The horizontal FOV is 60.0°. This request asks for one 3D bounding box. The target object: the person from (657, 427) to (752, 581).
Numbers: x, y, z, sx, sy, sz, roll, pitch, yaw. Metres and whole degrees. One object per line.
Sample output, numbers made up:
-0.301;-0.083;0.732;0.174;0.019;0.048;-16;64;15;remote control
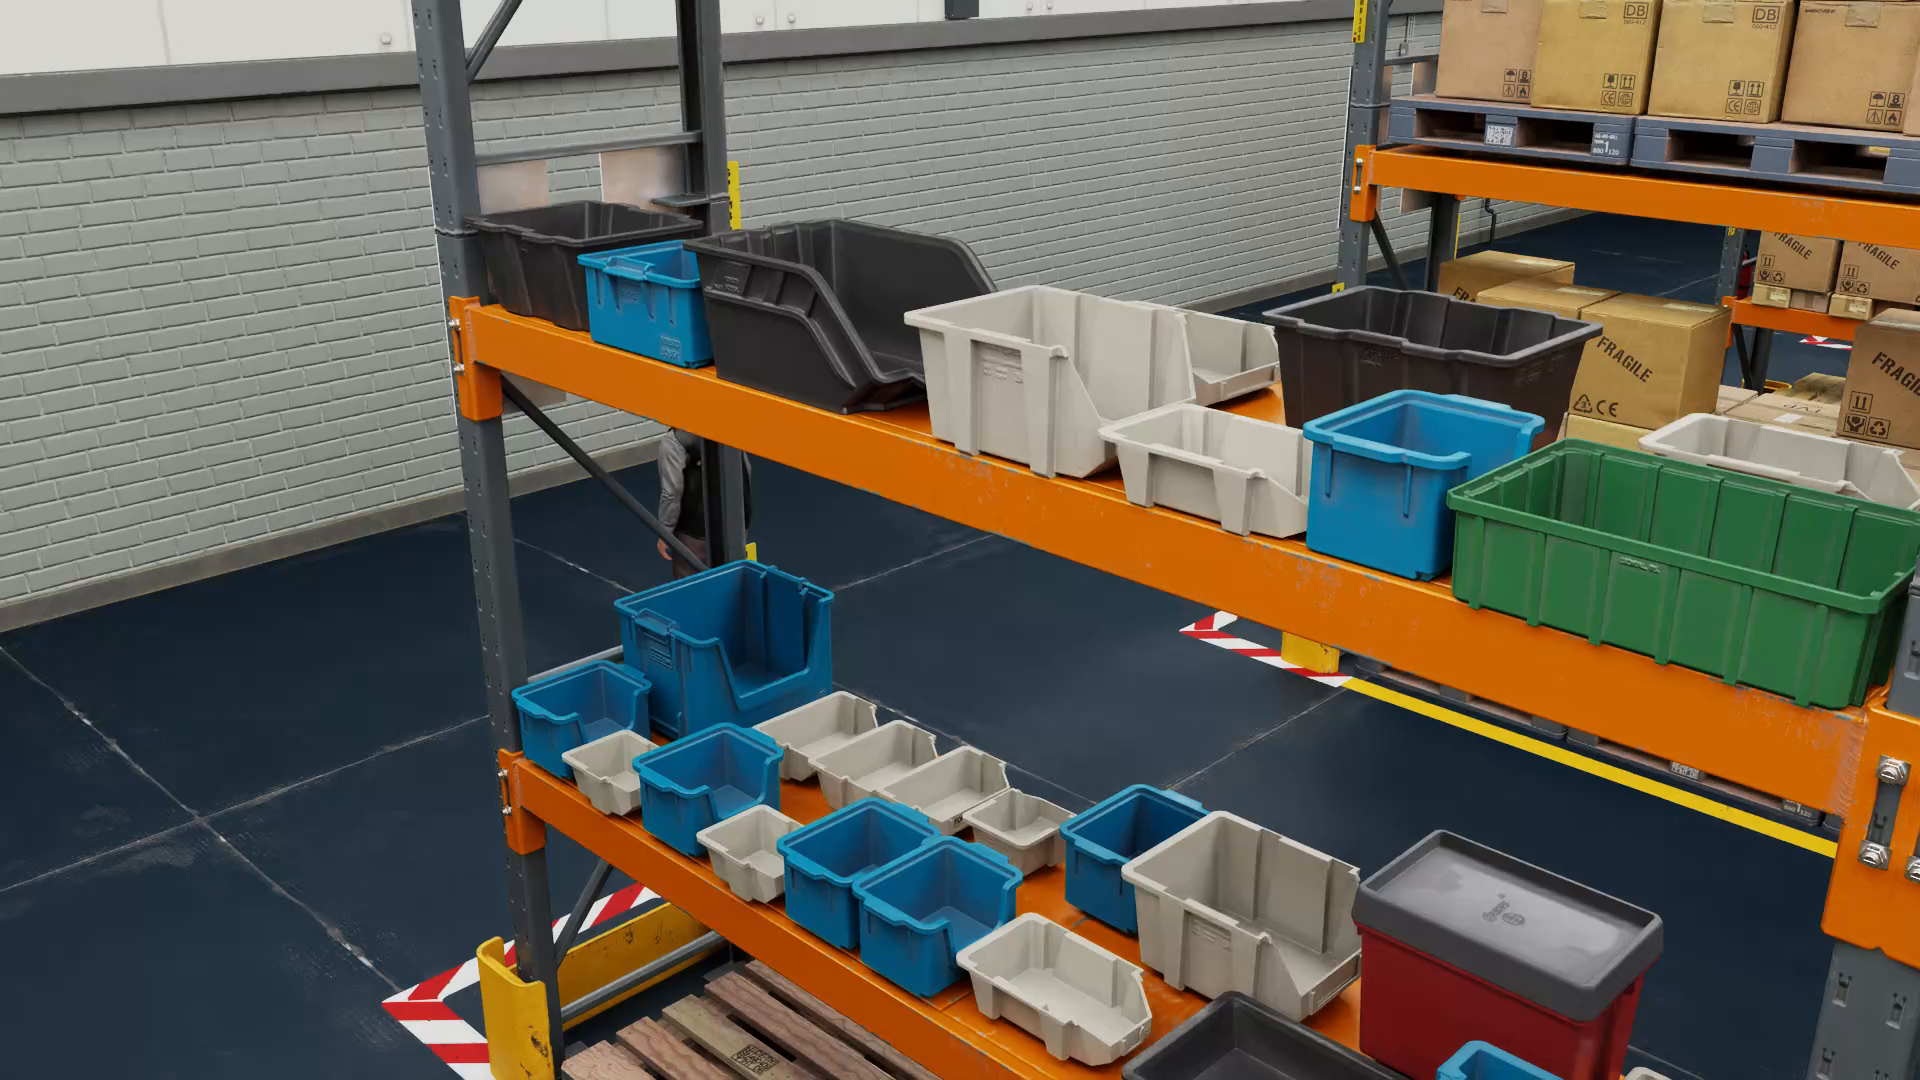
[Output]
-1.330;-0.065;8.785;0.414;1.722;0.590;18;27;39;person
